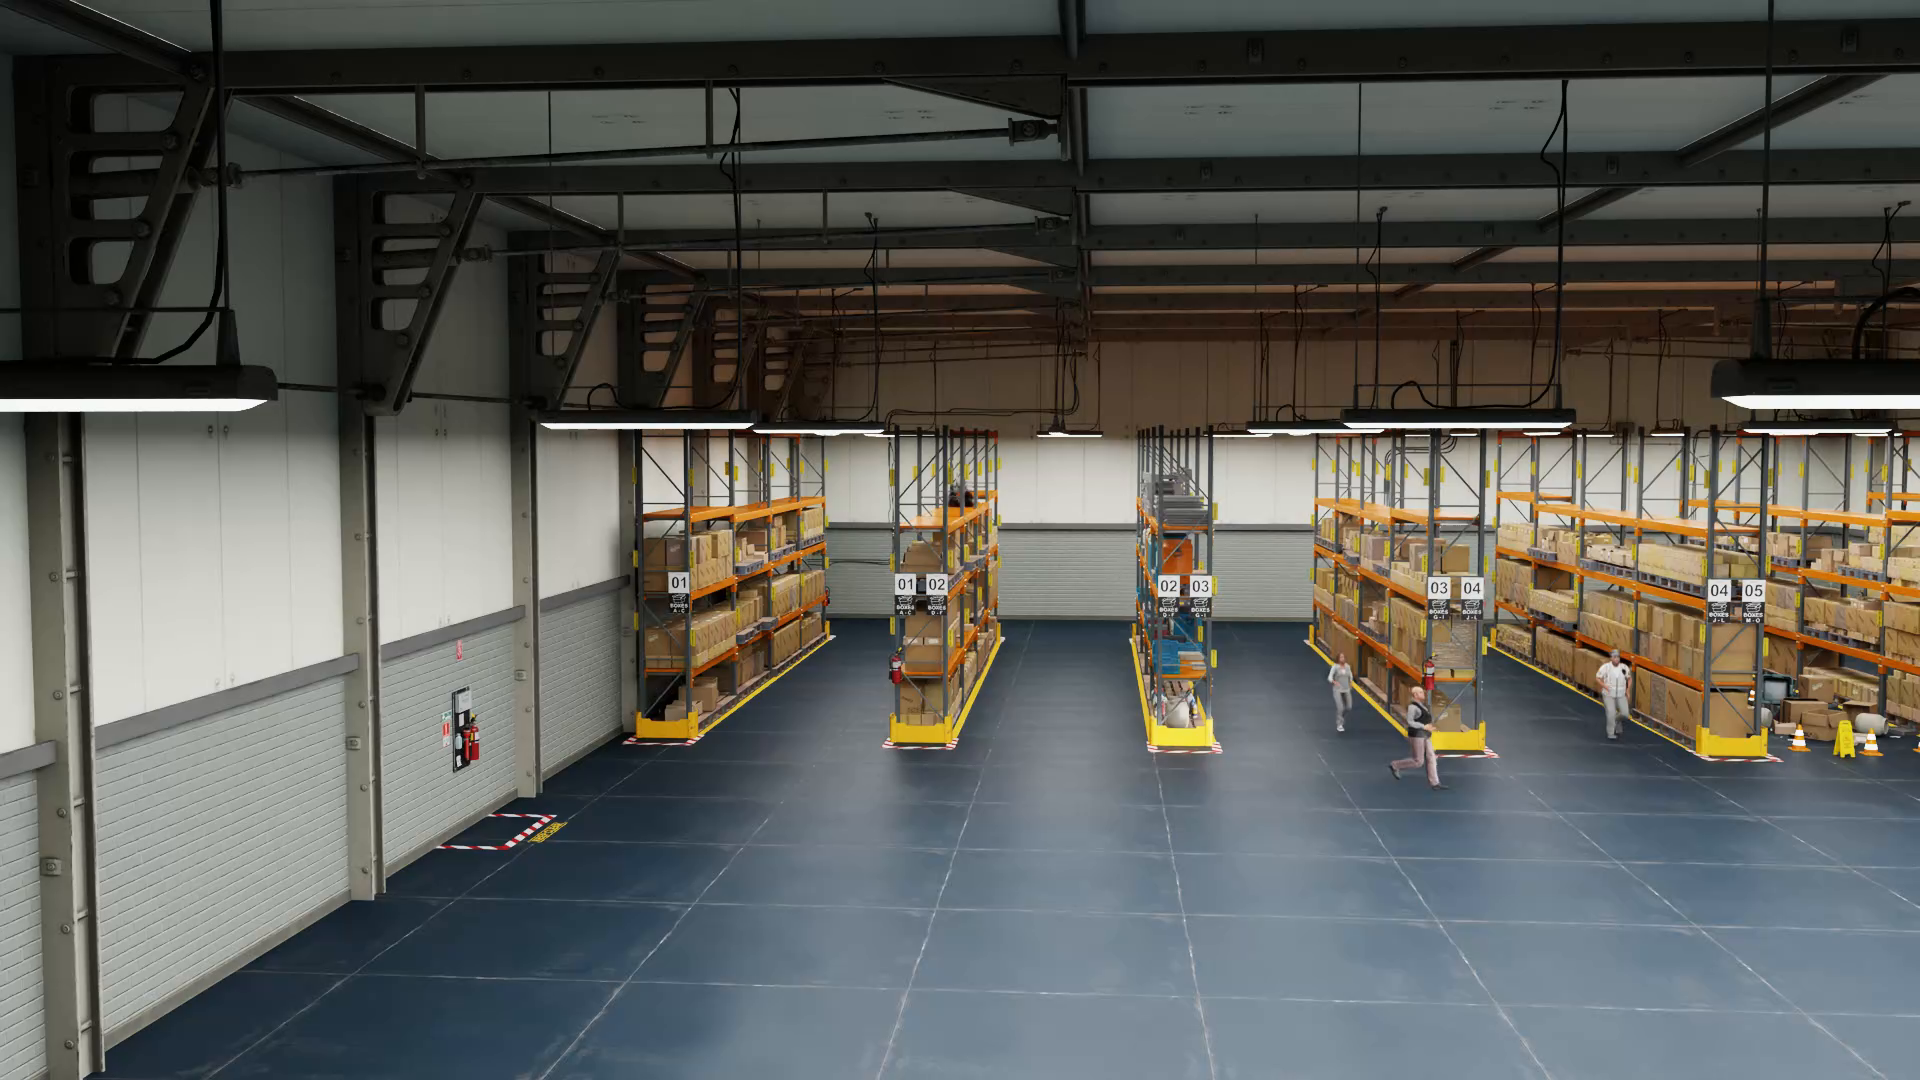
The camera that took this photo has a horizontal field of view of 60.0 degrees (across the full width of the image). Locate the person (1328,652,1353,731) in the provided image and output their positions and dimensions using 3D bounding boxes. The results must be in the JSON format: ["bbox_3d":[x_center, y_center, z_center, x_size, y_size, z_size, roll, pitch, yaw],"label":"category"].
[{"bbox_3d":[7.506,2.978,32.686,0.530,1.553,0.552,0,3,-7],"label":"person"}]

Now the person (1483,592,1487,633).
[{"bbox_3d":[14.737,2.032,47.276,0.709,1.776,0.705,-1,4,-13],"label":"person"}]

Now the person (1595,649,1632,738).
[{"bbox_3d":[12.532,2.945,31.827,0.689,1.731,0.625,0,3,6],"label":"person"}]

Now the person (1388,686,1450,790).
[{"bbox_3d":[7.531,3.240,27.197,0.984,1.691,0.659,2,4,36],"label":"person"}]
